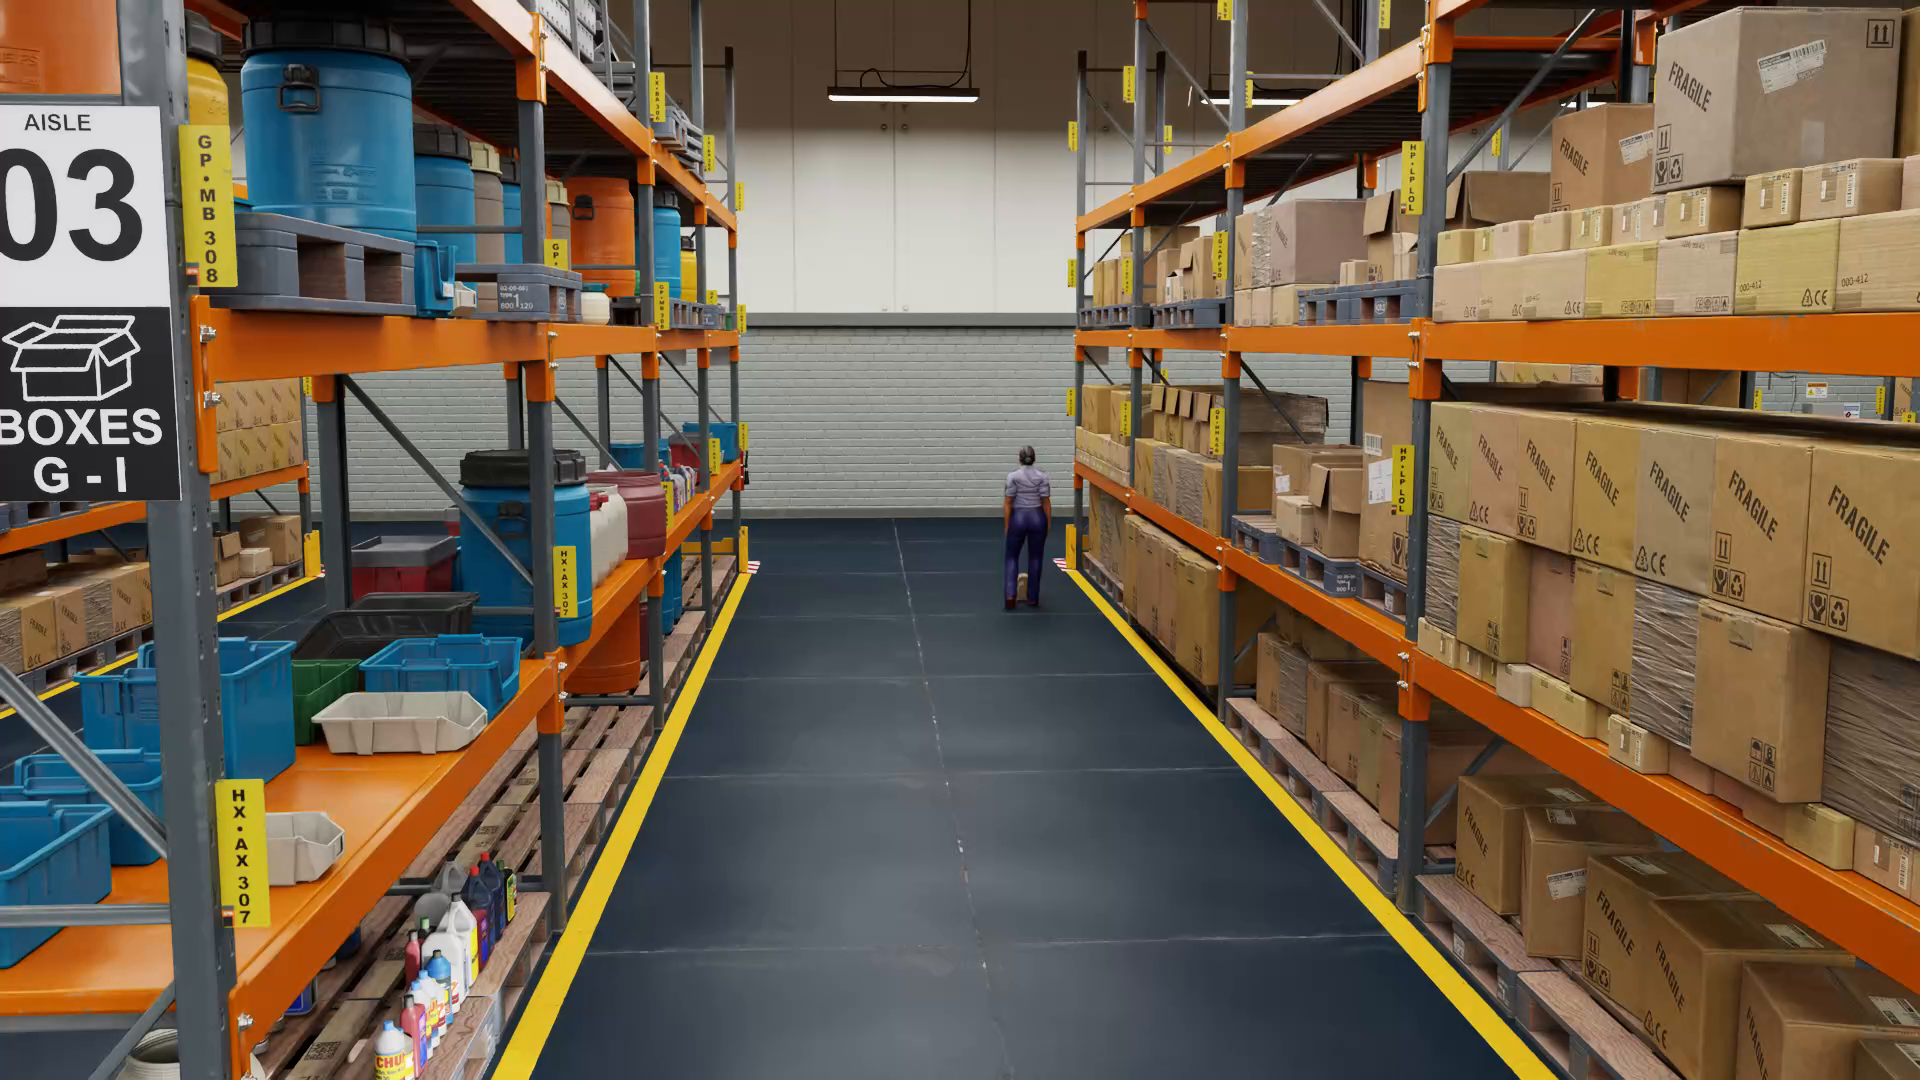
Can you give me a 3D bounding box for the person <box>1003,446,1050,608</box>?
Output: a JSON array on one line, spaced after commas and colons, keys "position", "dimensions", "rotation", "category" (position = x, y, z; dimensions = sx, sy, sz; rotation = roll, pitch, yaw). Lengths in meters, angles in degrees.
[{"position": [0.674, -0.098, 16.972], "dimensions": [0.472, 1.729, 0.369], "rotation": [0, 7, -3], "category": "person"}]
